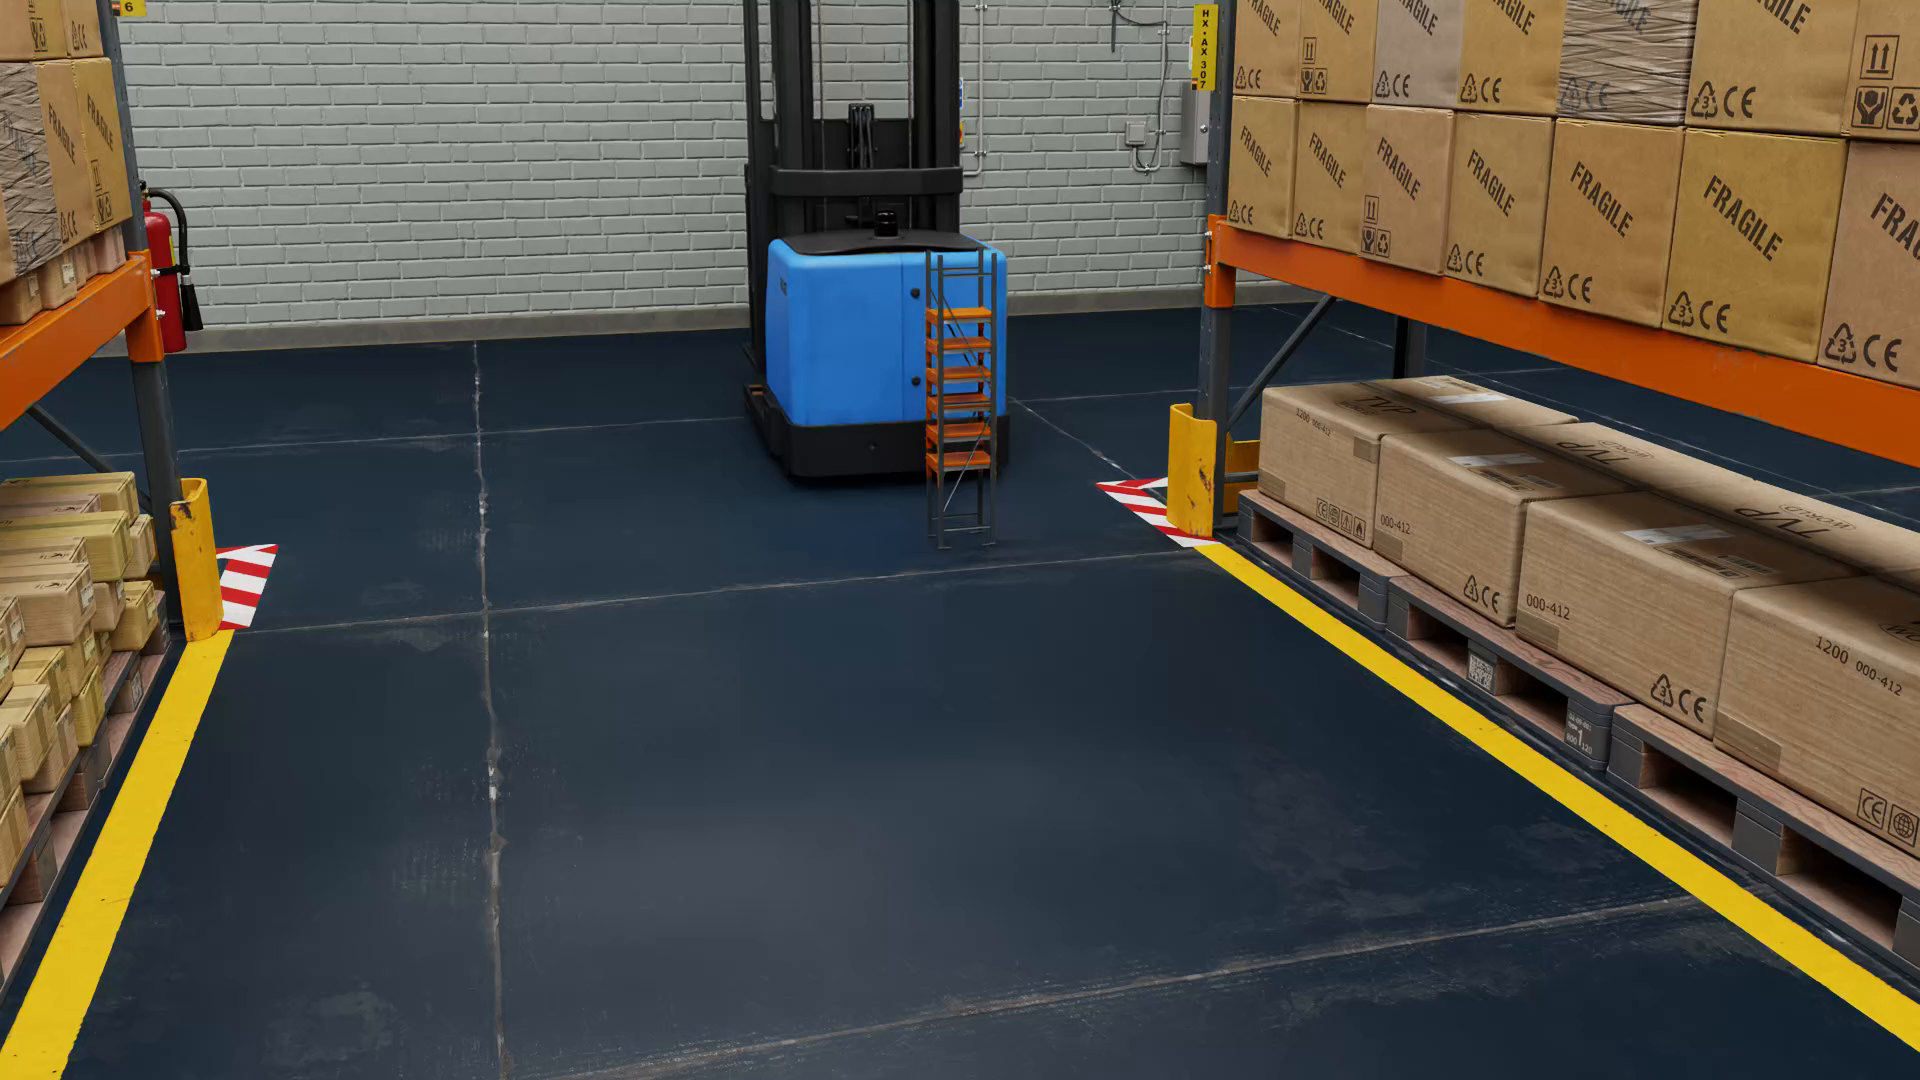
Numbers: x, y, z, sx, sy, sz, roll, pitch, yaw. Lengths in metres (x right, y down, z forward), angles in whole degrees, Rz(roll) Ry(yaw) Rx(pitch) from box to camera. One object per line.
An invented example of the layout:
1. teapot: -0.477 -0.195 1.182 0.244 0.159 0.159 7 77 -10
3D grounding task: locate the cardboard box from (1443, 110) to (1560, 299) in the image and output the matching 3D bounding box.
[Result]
1. cardboard box: 1.797 -1.005 4.912 0.500 0.500 0.500 -4 17 -13

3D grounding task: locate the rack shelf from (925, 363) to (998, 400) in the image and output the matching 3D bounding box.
1. rack shelf: 0.004 -0.643 6.744 0.258 0.103 0.180 -5 17 -15

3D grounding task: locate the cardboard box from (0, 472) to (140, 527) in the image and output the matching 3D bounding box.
1. cardboard box: -2.843 -0.105 5.279 0.380 0.149 0.250 -4 17 -15

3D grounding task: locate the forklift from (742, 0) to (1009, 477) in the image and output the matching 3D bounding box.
1. forklift: -0.598 -2.077 8.770 1.130 2.935 3.031 -4 17 -12

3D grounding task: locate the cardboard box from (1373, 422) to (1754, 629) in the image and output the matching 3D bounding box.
1. cardboard box: 2.037 -0.077 5.718 0.875 0.438 0.875 -4 17 -14

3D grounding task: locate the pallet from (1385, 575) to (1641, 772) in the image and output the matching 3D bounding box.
1. pallet: 2.126 0.357 5.396 1.003 0.211 1.213 -5 17 -15

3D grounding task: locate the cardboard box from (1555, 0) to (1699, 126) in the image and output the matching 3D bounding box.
1. cardboard box: 1.923 -1.340 4.288 0.500 0.500 0.500 -4 17 -15

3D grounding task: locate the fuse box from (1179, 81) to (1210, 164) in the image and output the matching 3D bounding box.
1. fuse box: 1.987 -2.597 12.622 0.539 1.711 0.414 -5 17 -15

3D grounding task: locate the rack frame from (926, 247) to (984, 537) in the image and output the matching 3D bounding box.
1. rack frame: -0.021 -0.596 6.850 0.240 1.200 0.006 -5 17 -15

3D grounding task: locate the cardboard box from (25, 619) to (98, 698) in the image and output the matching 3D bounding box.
1. cardboard box: -2.513 0.320 4.381 0.380 0.149 0.250 -4 17 -14

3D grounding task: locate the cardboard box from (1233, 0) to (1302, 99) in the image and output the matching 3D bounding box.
1. cardboard box: 1.358 -1.902 6.157 0.500 0.500 0.500 -5 17 -16

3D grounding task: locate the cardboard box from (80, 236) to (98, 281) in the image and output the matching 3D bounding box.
1. cardboard box: -2.838 -0.851 5.008 0.380 0.149 0.250 -5 17 -15

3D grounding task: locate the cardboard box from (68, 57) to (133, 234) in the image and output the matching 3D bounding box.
1. cardboard box: -2.861 -1.197 5.033 0.500 0.500 0.500 -4 17 -14

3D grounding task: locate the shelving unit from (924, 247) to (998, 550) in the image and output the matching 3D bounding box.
1. shelving unit: 0.004 -0.571 6.766 0.258 1.200 0.189 -5 17 -15

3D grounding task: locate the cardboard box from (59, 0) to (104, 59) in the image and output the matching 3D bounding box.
1. cardboard box: -2.867 -1.673 4.879 0.500 0.500 0.500 -5 17 -16

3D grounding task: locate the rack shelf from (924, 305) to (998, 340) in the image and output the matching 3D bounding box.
1. rack shelf: 0.004 -0.873 6.675 0.258 0.103 0.180 -5 17 -15

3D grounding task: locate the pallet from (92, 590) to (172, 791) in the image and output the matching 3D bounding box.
1. pallet: -3.022 0.473 5.010 1.003 0.211 1.213 -5 17 -15

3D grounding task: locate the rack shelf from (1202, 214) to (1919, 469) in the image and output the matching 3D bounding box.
1. rack shelf: 2.049 -0.632 5.094 1.077 0.370 4.000 -5 17 -15

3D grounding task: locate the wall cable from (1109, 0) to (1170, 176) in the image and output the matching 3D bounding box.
1. wall cable: 1.288 -3.690 12.256 0.588 1.984 0.122 -5 17 -15

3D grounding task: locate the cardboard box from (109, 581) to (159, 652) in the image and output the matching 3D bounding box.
1. cardboard box: -2.719 0.246 5.146 0.380 0.149 0.250 -4 17 -14

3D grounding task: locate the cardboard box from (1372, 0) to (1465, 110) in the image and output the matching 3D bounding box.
1. cardboard box: 1.655 -1.617 5.211 0.500 0.500 0.500 -5 17 -16

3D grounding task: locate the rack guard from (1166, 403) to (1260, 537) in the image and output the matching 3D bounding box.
1. rack guard: 1.493 -0.340 7.214 1.175 0.500 0.348 -5 17 -15

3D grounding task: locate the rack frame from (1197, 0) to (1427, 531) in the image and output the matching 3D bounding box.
1. rack frame: 1.500 -1.530 6.832 1.000 3.000 0.127 -5 17 -15

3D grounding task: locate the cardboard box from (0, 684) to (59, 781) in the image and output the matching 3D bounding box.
1. cardboard box: -2.358 0.467 3.893 0.380 0.149 0.250 -5 17 -15

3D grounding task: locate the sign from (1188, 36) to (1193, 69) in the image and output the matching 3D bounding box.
1. sign: 1.877 -3.662 12.494 0.339 0.242 0.001 -5 17 -15

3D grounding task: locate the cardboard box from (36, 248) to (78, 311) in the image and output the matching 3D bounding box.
1. cardboard box: -2.662 -0.714 4.552 0.380 0.149 0.250 -4 17 -14

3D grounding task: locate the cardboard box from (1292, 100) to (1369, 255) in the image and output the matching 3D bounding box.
1. cardboard box: 1.521 -1.285 5.842 0.500 0.500 0.500 -5 17 -16

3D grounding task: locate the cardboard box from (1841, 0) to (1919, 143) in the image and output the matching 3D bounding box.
1. cardboard box: 2.204 -1.059 3.352 0.500 0.500 0.500 -5 17 -16

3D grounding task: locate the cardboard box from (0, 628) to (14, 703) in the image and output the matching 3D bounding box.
1. cardboard box: -2.433 0.329 3.834 0.380 0.149 0.250 -5 17 -15

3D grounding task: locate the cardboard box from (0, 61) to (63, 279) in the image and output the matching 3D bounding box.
1. cardboard box: -2.576 -0.915 4.093 0.500 0.500 0.500 -5 17 -15

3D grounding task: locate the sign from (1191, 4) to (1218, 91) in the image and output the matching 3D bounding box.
1. sign: 0.964 -1.940 6.556 0.100 0.325 0.005 -5 17 -15

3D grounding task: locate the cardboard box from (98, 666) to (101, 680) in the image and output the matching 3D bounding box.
1. cardboard box: -2.649 0.393 4.656 0.380 0.149 0.250 -5 17 -15

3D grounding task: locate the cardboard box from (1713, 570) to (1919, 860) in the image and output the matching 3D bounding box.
1. cardboard box: 2.530 0.420 4.063 0.875 0.438 0.875 -5 17 -16

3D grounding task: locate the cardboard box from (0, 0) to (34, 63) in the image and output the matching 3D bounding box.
1. cardboard box: -2.576 -1.390 3.936 0.500 0.500 0.500 -4 17 -12

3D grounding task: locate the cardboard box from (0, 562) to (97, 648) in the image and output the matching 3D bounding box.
1. cardboard box: -2.498 0.177 4.340 0.380 0.149 0.250 -4 17 -13

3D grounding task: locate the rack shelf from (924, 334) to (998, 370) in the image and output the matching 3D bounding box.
1. rack shelf: 0.004 -0.758 6.710 0.258 0.103 0.180 -5 17 -15

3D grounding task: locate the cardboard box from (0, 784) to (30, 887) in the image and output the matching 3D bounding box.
1. cardboard box: -2.320 0.678 3.706 0.380 0.149 0.250 -5 17 -17

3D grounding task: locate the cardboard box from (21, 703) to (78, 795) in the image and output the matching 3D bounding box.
1. cardboard box: -2.462 0.536 4.181 0.380 0.149 0.250 -4 17 -14

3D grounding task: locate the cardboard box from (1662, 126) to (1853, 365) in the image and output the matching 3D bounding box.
1. cardboard box: 2.079 -0.722 3.966 0.500 0.500 0.500 -5 17 -17

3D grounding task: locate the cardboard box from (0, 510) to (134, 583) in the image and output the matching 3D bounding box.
1. cardboard box: -2.636 0.031 4.828 0.380 0.149 0.250 -5 17 -16
